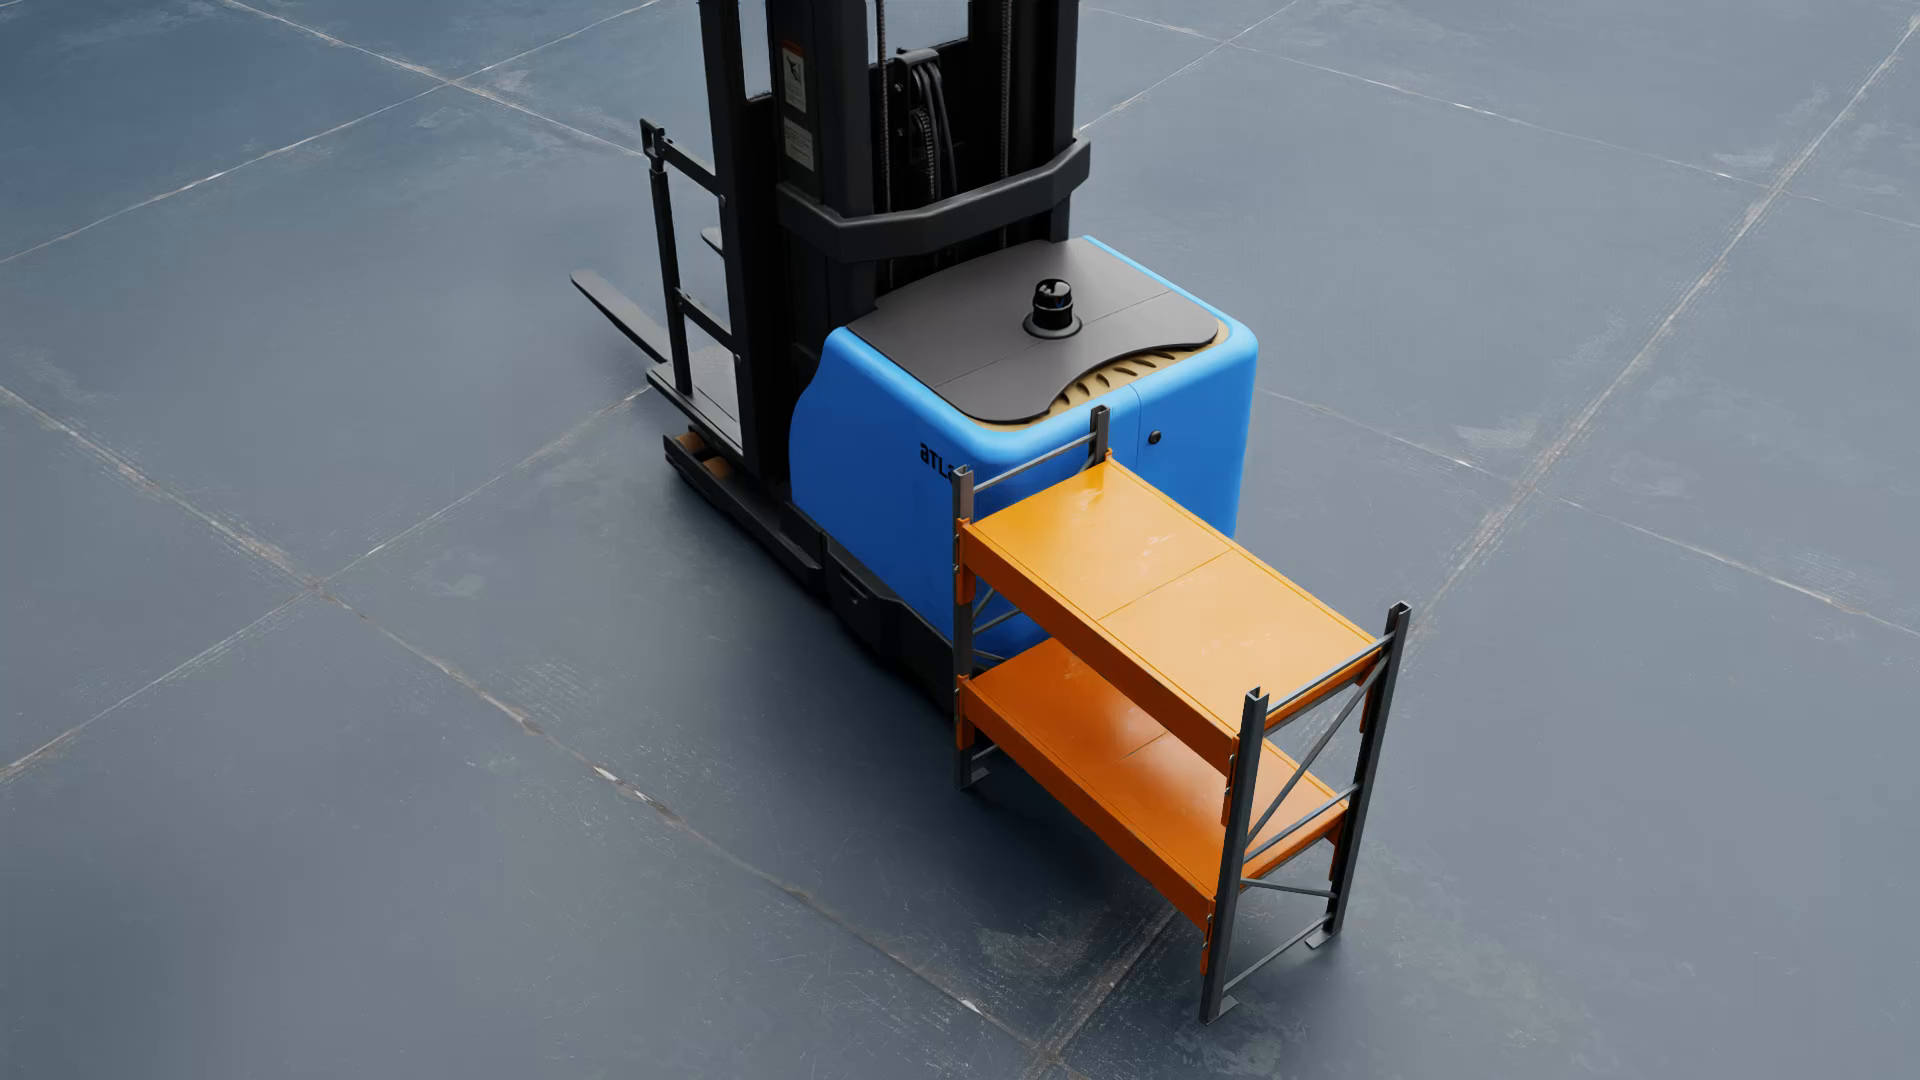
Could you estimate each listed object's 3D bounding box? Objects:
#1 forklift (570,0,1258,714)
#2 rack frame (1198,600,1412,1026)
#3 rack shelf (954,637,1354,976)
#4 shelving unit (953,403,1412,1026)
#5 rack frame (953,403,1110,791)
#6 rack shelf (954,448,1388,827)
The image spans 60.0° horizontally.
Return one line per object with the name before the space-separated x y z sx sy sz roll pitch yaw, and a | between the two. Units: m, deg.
forklift | -0.411 -1.447 5.221 1.130 2.935 3.031 -25 44 -28
rack frame | 0.809 0.680 3.969 0.500 1.125 0.032 -25 45 -29
rack shelf | 0.499 0.624 4.437 0.538 0.278 1.000 -25 45 -29
shelving unit | 0.499 0.432 4.286 0.538 1.125 1.048 -25 45 -29
rack frame | 0.189 0.184 4.603 0.500 1.125 0.032 -25 45 -29
rack shelf | 0.499 0.201 4.106 0.538 0.278 1.000 -25 45 -29
